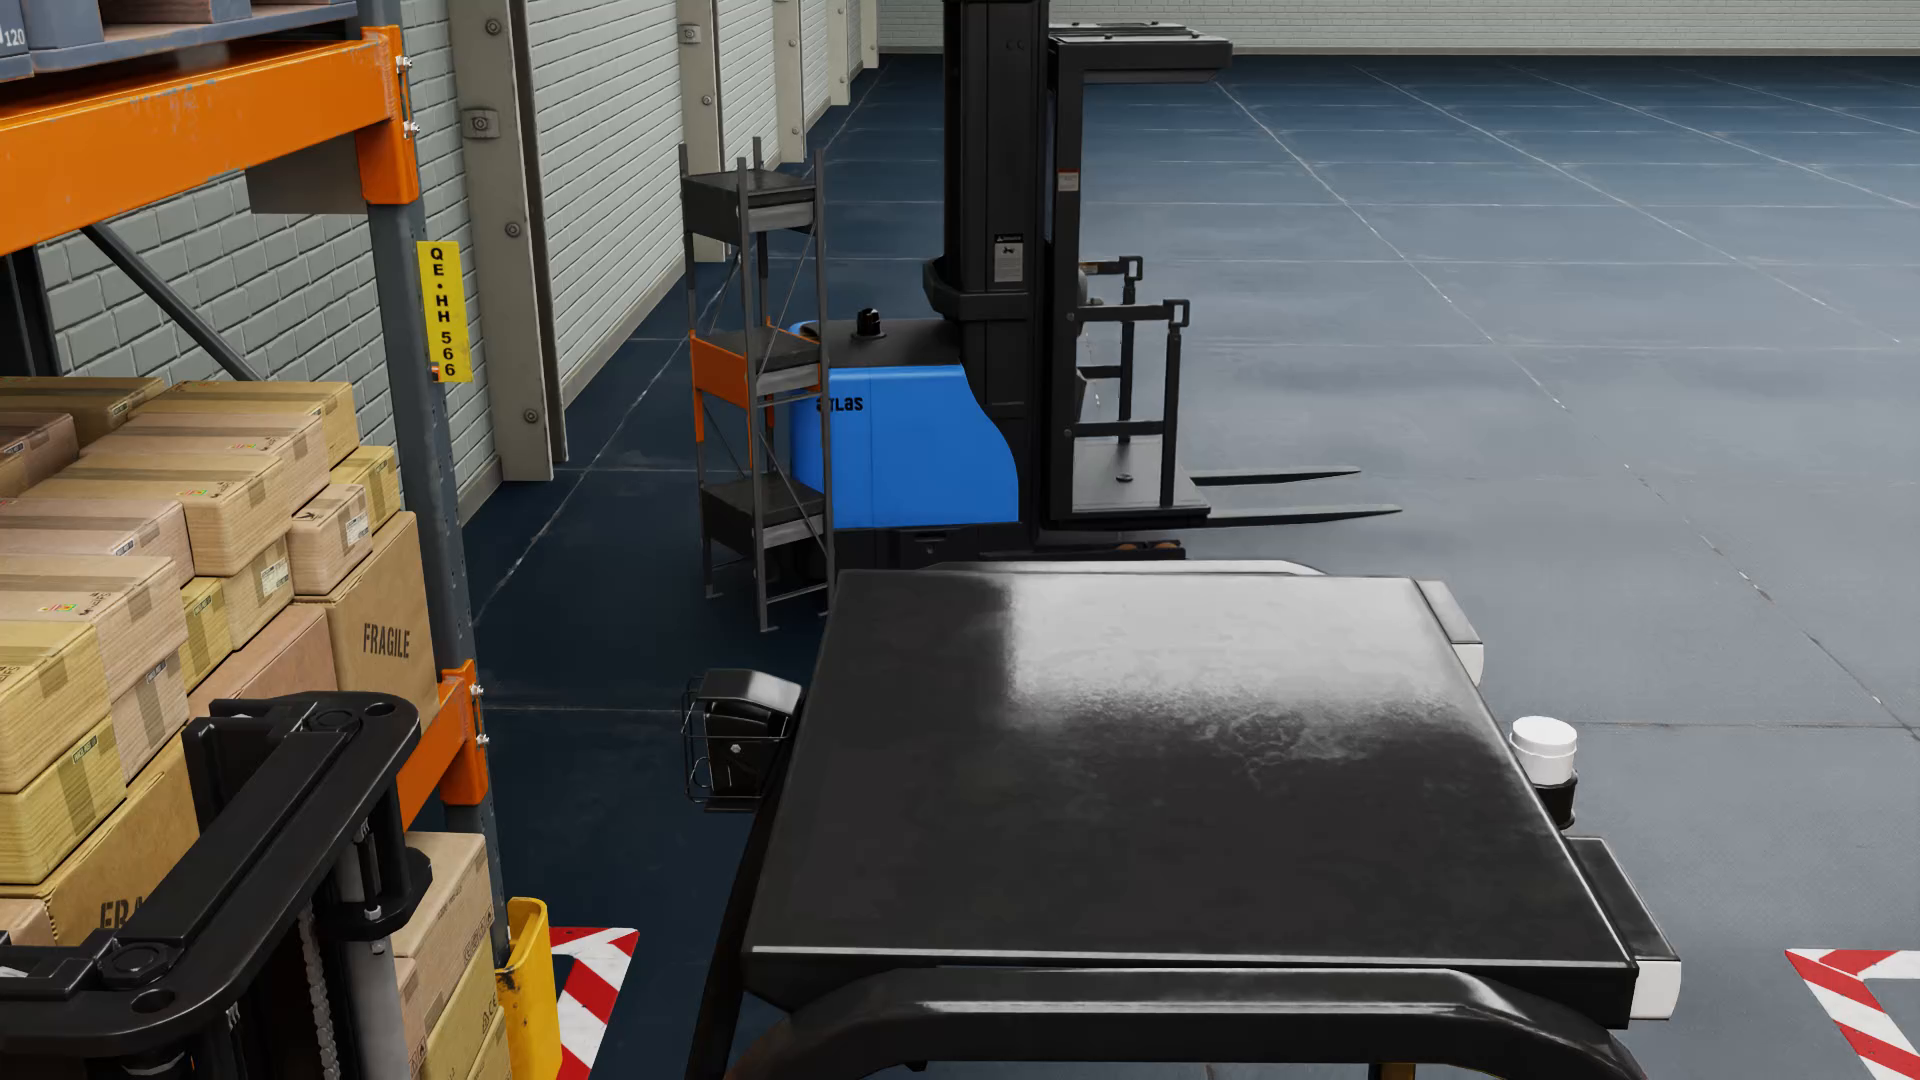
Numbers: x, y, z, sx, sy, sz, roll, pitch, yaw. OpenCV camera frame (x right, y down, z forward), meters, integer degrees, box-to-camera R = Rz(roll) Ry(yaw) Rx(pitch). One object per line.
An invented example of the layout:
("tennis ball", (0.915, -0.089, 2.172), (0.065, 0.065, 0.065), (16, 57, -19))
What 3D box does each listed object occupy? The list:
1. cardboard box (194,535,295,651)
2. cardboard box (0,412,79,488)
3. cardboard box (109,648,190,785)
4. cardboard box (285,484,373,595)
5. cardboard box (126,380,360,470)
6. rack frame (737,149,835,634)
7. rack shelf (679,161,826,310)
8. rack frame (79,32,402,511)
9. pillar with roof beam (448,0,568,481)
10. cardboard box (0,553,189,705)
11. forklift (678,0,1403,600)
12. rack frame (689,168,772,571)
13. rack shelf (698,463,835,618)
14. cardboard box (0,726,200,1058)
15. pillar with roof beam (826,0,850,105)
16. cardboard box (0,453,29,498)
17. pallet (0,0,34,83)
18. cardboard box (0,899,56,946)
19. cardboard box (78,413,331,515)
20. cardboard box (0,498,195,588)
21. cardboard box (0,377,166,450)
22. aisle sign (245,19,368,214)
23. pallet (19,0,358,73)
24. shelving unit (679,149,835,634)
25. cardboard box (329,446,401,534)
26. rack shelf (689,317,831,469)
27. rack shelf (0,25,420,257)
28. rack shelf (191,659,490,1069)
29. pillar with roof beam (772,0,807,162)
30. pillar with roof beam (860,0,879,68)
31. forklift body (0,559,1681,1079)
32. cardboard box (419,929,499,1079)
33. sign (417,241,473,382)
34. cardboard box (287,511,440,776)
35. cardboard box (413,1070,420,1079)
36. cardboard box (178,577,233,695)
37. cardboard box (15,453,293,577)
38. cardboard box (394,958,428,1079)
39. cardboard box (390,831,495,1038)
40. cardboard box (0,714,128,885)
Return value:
("cardboard box", (-1.495, 0.087, 3.122), (0.380, 0.149, 0.250), (1, 21, 3))
("cardboard box", (-2.012, -0.151, 3.326), (0.380, 0.149, 0.250), (1, 21, 3))
("cardboard box", (-1.475, 0.274, 2.641), (0.380, 0.149, 0.250), (0, 21, 0))
("cardboard box", (-1.426, -0.006, 3.362), (0.380, 0.149, 0.250), (1, 21, 2))
("cardboard box", (-1.517, -0.234, 3.539), (0.380, 0.149, 0.250), (1, 21, 2))
("rack frame", (-0.736, -0.604, 7.182), (0.400, 2.100, 0.015), (-16, 26, -35))
("rack shelf", (-0.885, -1.314, 7.114), (0.431, 0.518, 0.480), (-16, 26, -35))
("rack frame", (-1.714, 0.122, 4.068), (0.949, 2.616, 0.053), (1, 21, 2))
("pillar with roof beam", (1.846, -4.555, 7.828), (9.100, 9.000, 0.400), (1, 21, 2))
("cardboard box", (-1.454, 0.135, 2.588), (0.380, 0.149, 0.250), (1, 21, 3))
("forklift", (0.458, -1.356, 7.973), (3.457, 2.935, 1.130), (-2, 21, -6))
("rack frame", (-1.035, -0.743, 7.542), (0.380, 1.831, 0.006), (-16, 26, -35))
("rack shelf", (-0.885, -0.008, 7.621), (0.431, 0.518, 0.480), (-16, 26, -35))
("cardboard box", (-1.510, 0.629, 2.623), (0.500, 0.500, 0.500), (0, 21, 1))
("pillar with roof beam", (2.394, -11.063, 24.602), (9.100, 9.000, 0.400), (1, 21, 2))
("cardboard box", (-1.977, -0.057, 3.082), (0.380, 0.149, 0.250), (1, 21, 3))
("pallet", (-1.799, -0.538, 1.743), (1.003, 0.211, 1.213), (1, 21, 2))
("cardboard box", (-1.514, 0.811, 2.154), (0.500, 0.500, 0.500), (1, 21, 2))
("cardboard box", (-1.494, -0.144, 3.308), (0.380, 0.149, 0.250), (1, 21, 2))
("cardboard box", (-1.557, 0.040, 2.834), (0.380, 0.149, 0.250), (1, 21, 2))
("cardboard box", (-1.941, -0.247, 3.572), (0.380, 0.149, 0.250), (0, 21, 1))
("aisle sign", (-1.422, -1.110, 3.650), (0.394, 0.787, 0.004), (1, 21, 2))
("pallet", (-1.765, -0.980, 2.883), (1.003, 0.211, 1.213), (1, 21, 2))
("shelving unit", (-0.883, -0.673, 7.361), (0.431, 2.100, 0.499), (-16, 26, -35))
("cardboard box", (-1.448, -0.099, 3.601), (0.380, 0.149, 0.250), (1, 21, 2))
("rack shelf", (-0.885, -0.661, 7.368), (0.431, 0.518, 0.480), (-16, 26, -35))
("rack shelf", (-1.778, -0.218, 1.792), (1.077, 0.370, 4.000), (1, 21, 2))
("rack shelf", (-1.778, 1.181, 2.334), (1.077, 0.370, 4.000), (1, 21, 2))
("pillar with roof beam", (2.211, -8.894, 19.011), (9.100, 9.000, 0.400), (1, 21, 2))
("pillar with roof beam", (2.576, -13.233, 30.193), (9.100, 9.000, 0.400), (1, 21, 2))
("forklift body", (0.049, 1.223, 2.403), (2.313, 2.155, 1.214), (1, 21, 2))
("cardboard box", (-1.420, 1.154, 3.936), (0.500, 0.250, 0.500), (0, 21, 1))
("sign", (-1.175, -0.517, 3.787), (0.100, 0.325, 0.005), (1, 21, 2))
("cardboard box", (-1.470, 0.256, 3.584), (0.500, 0.500, 0.500), (0, 21, 0))
("cardboard box", (-1.446, 1.336, 3.469), (0.500, 0.250, 0.500), (0, 21, 1))
("cardboard box", (-1.514, 0.177, 2.892), (0.380, 0.149, 0.250), (0, 21, 1))
("cardboard box", (-1.475, -0.049, 3.063), (0.380, 0.149, 0.250), (1, 21, 3))
("cardboard box", (-1.429, 1.097, 3.394), (0.500, 0.250, 0.500), (1, 21, 3))
("cardboard box", (-1.419, 0.912, 3.870), (0.500, 0.250, 0.500), (1, 21, 3))
("cardboard box", (-1.462, 0.366, 2.405), (0.380, 0.149, 0.250), (1, 21, 2))
